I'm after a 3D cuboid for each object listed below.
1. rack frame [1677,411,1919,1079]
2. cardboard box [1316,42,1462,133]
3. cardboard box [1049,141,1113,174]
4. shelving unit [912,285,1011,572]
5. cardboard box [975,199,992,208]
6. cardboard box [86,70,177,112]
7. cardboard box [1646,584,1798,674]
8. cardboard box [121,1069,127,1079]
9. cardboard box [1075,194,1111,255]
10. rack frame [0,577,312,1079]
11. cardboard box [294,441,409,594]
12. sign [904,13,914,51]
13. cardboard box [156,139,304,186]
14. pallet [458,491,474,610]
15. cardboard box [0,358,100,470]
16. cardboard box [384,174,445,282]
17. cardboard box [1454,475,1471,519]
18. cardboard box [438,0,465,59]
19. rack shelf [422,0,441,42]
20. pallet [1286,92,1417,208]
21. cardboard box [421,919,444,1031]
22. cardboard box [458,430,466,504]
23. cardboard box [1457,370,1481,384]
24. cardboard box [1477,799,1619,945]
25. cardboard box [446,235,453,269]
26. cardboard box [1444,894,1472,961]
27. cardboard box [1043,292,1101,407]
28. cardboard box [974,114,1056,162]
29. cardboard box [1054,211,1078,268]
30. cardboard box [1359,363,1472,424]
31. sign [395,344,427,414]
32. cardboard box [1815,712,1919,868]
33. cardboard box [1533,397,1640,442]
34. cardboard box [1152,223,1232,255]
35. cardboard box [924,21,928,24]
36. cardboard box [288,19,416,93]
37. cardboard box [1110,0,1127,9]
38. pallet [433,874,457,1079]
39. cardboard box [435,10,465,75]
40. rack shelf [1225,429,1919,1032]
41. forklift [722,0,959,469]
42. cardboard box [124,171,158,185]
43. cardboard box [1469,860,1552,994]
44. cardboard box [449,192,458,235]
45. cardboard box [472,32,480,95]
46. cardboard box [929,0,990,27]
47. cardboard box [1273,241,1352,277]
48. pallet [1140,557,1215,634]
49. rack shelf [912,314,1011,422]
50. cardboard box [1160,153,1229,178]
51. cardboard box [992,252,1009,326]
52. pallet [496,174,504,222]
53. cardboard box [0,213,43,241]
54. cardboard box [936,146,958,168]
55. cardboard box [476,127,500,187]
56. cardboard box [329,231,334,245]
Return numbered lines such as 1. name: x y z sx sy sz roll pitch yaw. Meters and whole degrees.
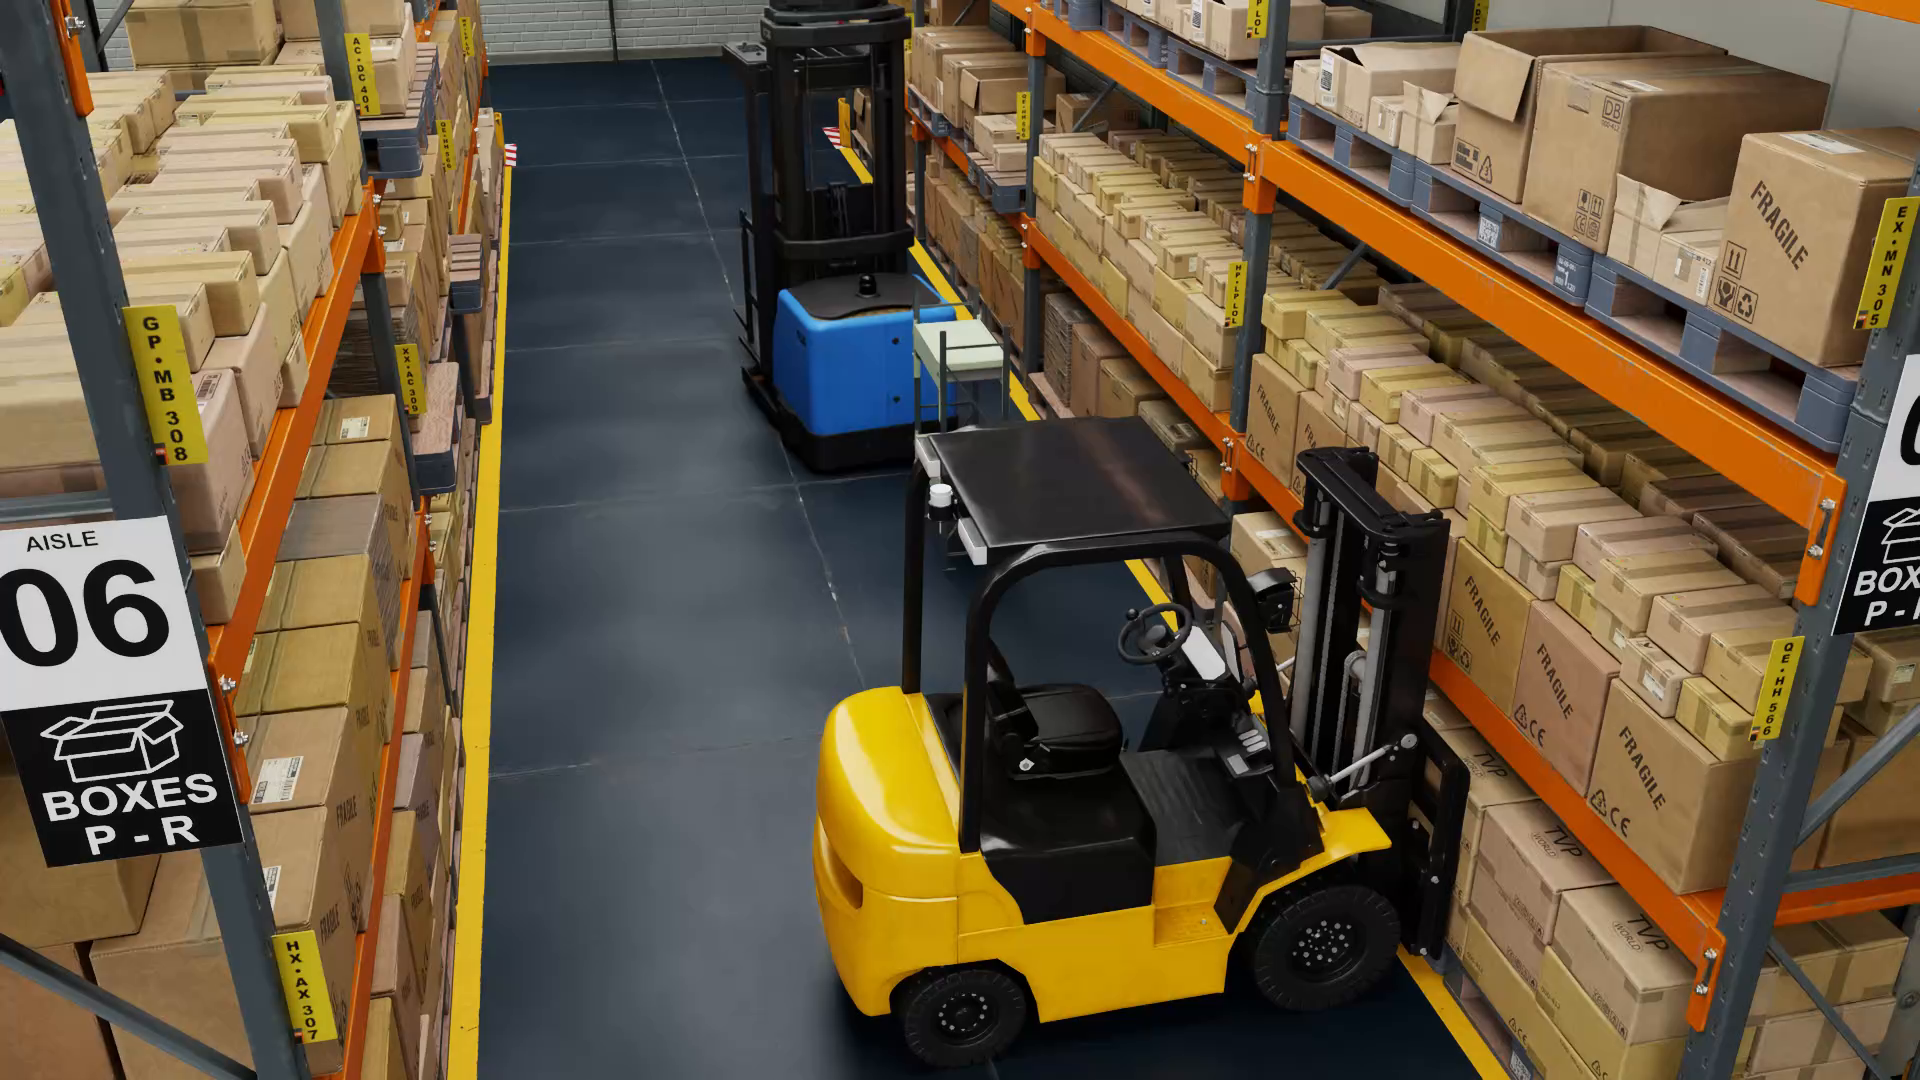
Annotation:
1. rack frame: 2.774 0.984 4.972 1.000 3.000 0.127 -6 27 -12
2. cardboard box: 1.822 -1.914 6.906 0.500 0.311 0.500 -5 27 -11
3. cardboard box: 0.817 -2.576 11.193 0.380 0.149 0.250 -5 27 -10
4. shelving unit: 0.002 -0.667 9.906 0.431 1.500 0.755 -6 27 -12
5. cardboard box: 0.335 -2.779 14.014 0.380 0.149 0.250 -6 27 -11
6. cardboard box: -3.210 -1.678 6.311 0.380 0.149 0.250 -6 27 -13
7. cardboard box: 2.402 0.276 5.214 0.380 0.149 0.250 -6 27 -12
8. cardboard box: -2.354 1.459 4.309 0.380 0.149 0.250 -5 27 -10
9. cardboard box: 1.045 -2.013 10.522 0.500 0.250 0.500 -7 28 -13
10. rack frame: -2.062 1.489 3.970 1.000 3.000 0.127 -6 27 -12
11. cardboard box: -2.498 -0.049 6.577 0.500 0.500 0.500 -5 27 -10
12. sign: -0.458 -4.612 15.099 0.100 0.325 0.005 -6 27 -12
13. cardboard box: -2.321 -1.170 5.304 0.380 0.149 0.250 -6 27 -11
14. pallet: -3.418 0.100 9.818 1.003 0.211 1.213 -6 27 -12
15. cardboard box: -1.943 -0.270 3.522 0.380 0.149 0.250 -6 27 -12
16. cardboard box: -3.249 -1.769 9.519 0.500 0.500 0.500 -8 28 -15
17. cardboard box: 2.141 -0.154 6.395 0.380 0.149 0.250 -6 27 -12
18. cardboard box: -4.637 -4.503 14.623 0.500 0.500 0.500 -6 27 -11
19. rack shelf: -4.315 -3.919 12.154 1.077 0.370 4.000 -6 27 -12
20. pallet: 2.089 -1.700 7.059 1.003 0.211 1.213 -6 27 -12
21. cardboard box: -2.217 1.684 6.170 0.500 0.250 0.500 -4 27 -8
22. cardboard box: -3.573 -0.465 10.292 0.950 0.372 0.625 -6 27 -13
23. cardboard box: 2.432 -0.658 7.394 0.380 0.149 0.250 -6 27 -11
24. cardboard box: 2.245 1.183 6.053 0.500 0.250 0.500 -5 27 -11
25. cardboard box: -3.330 -1.762 10.224 0.380 0.149 0.250 -6 27 -12
26. cardboard box: 2.153 1.410 6.714 0.500 0.250 0.500 -6 27 -11
27. cardboard box: 1.098 -1.381 11.826 0.875 0.625 0.625 -5 27 -10
28. cardboard box: 0.417 -3.079 12.722 0.500 0.250 0.500 -7 28 -14
29. cardboard box: 0.941 -2.021 11.091 0.500 0.250 0.500 -7 28 -13
30. cardboard box: 1.911 -0.618 6.984 0.380 0.149 0.250 -6 27 -12
31. sign: -2.436 -0.712 7.370 0.100 0.325 0.005 -6 27 -12
32. cardboard box: 2.932 0.693 5.436 0.500 0.500 0.500 -5 27 -10
33. cardboard box: 2.522 -0.450 6.652 0.380 0.149 0.250 -5 27 -10
34. cardboard box: 1.313 -1.682 9.422 0.380 0.149 0.250 -7 28 -13
35. cardboard box: -0.625 -5.214 17.087 0.500 0.250 0.500 -7 28 -13
36. cardboard box: -2.819 -2.246 7.743 0.500 0.250 0.500 -6 27 -12
37. cardboard box: 1.126 -3.355 9.550 0.500 0.500 0.500 -5 27 -10
38. pallet: -2.499 1.806 6.438 1.003 0.211 1.213 -6 27 -12
39. cardboard box: -4.421 -4.099 13.822 0.500 0.500 0.500 -5 27 -10
40. rack shelf: 2.323 0.427 6.874 1.077 0.370 4.000 -6 27 -12
41. forklift: -0.997 -2.421 11.794 1.130 2.935 3.031 -9 28 -18
42. cardboard box: -2.905 -1.004 5.418 0.500 0.250 0.500 -6 27 -11
43. cardboard box: 2.257 1.397 6.183 0.500 0.250 0.500 -6 27 -12
44. cardboard box: -3.730 -2.196 11.439 0.500 0.250 0.500 -6 27 -12
45. cardboard box: -4.832 -4.496 15.718 0.500 0.500 0.500 -6 27 -11
46. cardboard box: -0.007 -5.366 16.556 0.500 0.500 0.500 -7 28 -13
47. cardboard box: 1.937 -1.516 9.093 0.380 0.149 0.250 -6 27 -12
48. pallet: 1.668 0.153 9.713 1.003 0.211 1.213 -6 27 -12
49. rack shelf: 0.002 -1.015 9.730 0.431 0.370 0.720 -6 27 -12
50. cardboard box: 1.531 -2.416 10.877 0.380 0.149 0.250 -6 28 -13
51. cardboard box: 0.563 -1.985 13.161 0.500 0.500 0.500 -6 27 -12
52. pallet: -5.140 -3.412 16.776 1.003 0.211 1.213 -6 27 -12
53. cardboard box: -2.610 -0.782 4.535 0.380 0.149 0.250 -7 28 -13
54. cardboard box: -0.004 -3.485 15.083 0.380 0.149 0.250 -7 28 -14
55. cardboard box: -5.207 -3.898 17.021 0.875 0.438 0.875 -5 27 -10
56. cardboard box: -2.542 -1.156 6.162 0.380 0.149 0.250 -6 27 -11
